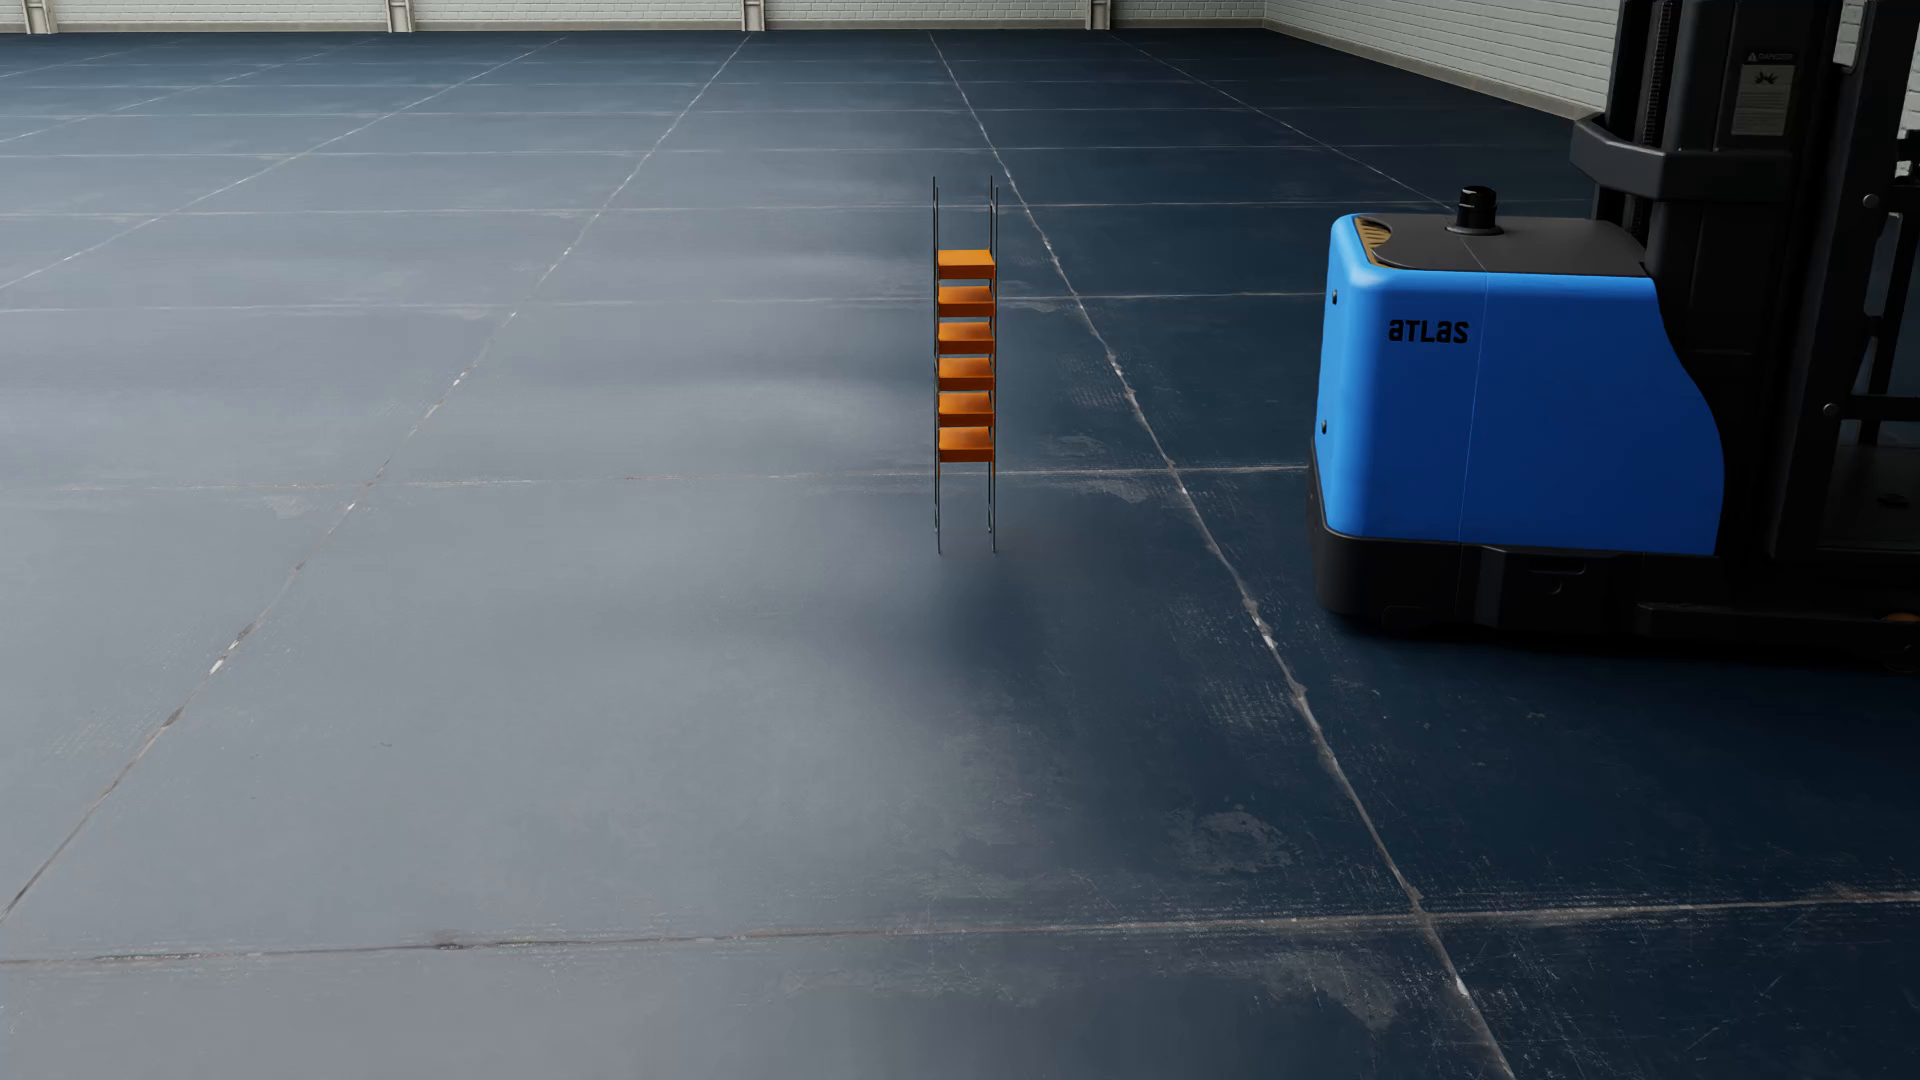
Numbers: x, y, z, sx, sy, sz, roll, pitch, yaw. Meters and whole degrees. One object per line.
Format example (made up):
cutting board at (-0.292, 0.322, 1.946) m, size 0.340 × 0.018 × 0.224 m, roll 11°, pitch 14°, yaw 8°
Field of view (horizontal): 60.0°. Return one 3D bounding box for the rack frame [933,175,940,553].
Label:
rack frame at (-0.077, -0.559, 5.403) m, size 0.006 × 1.200 × 0.240 m, roll -1°, pitch 21°, yaw -3°

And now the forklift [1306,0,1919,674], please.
forklift at (2.624, -1.190, 4.627) m, size 3.031 × 2.935 × 1.130 m, roll 3°, pitch 21°, yaw 8°

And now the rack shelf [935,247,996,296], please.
rack shelf at (0.014, -0.856, 5.296) m, size 0.180 × 0.103 × 0.258 m, roll -1°, pitch 21°, yaw -3°

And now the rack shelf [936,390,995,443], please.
rack shelf at (0.014, -0.407, 5.467) m, size 0.180 × 0.103 × 0.258 m, roll -1°, pitch 21°, yaw -3°

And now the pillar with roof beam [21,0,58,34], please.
pillar with roof beam at (-15.311, -11.278, 22.597) m, size 0.400 × 9.000 × 9.100 m, roll -1°, pitch 21°, yaw -3°

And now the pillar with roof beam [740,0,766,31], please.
pillar with roof beam at (-3.331, -11.522, 23.237) m, size 0.400 × 9.000 × 9.100 m, roll -1°, pitch 21°, yaw -3°

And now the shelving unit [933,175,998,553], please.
shelving unit at (0.014, -0.561, 5.408) m, size 0.189 × 1.200 × 0.258 m, roll -1°, pitch 21°, yaw -3°

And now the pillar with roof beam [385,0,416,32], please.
pillar with roof beam at (-9.321, -11.400, 22.917) m, size 0.400 × 9.000 × 9.100 m, roll -1°, pitch 21°, yaw -3°

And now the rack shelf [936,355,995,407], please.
rack shelf at (0.014, -0.520, 5.424) m, size 0.180 × 0.103 × 0.258 m, roll -1°, pitch 21°, yaw -3°

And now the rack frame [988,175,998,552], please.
rack frame at (0.106, -0.563, 5.413) m, size 0.006 × 1.200 × 0.240 m, roll -1°, pitch 21°, yaw -3°

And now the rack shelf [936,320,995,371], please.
rack shelf at (0.014, -0.632, 5.381) m, size 0.180 × 0.103 × 0.258 m, roll -1°, pitch 21°, yaw -3°

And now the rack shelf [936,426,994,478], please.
rack shelf at (0.014, -0.295, 5.509) m, size 0.180 × 0.103 × 0.258 m, roll -1°, pitch 21°, yaw -3°

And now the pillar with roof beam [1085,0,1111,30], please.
pillar with roof beam at (2.659, -11.644, 23.557) m, size 0.400 × 9.000 × 9.100 m, roll -1°, pitch 21°, yaw -3°

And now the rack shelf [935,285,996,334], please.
rack shelf at (0.014, -0.744, 5.339) m, size 0.180 × 0.103 × 0.258 m, roll -1°, pitch 21°, yaw -3°
